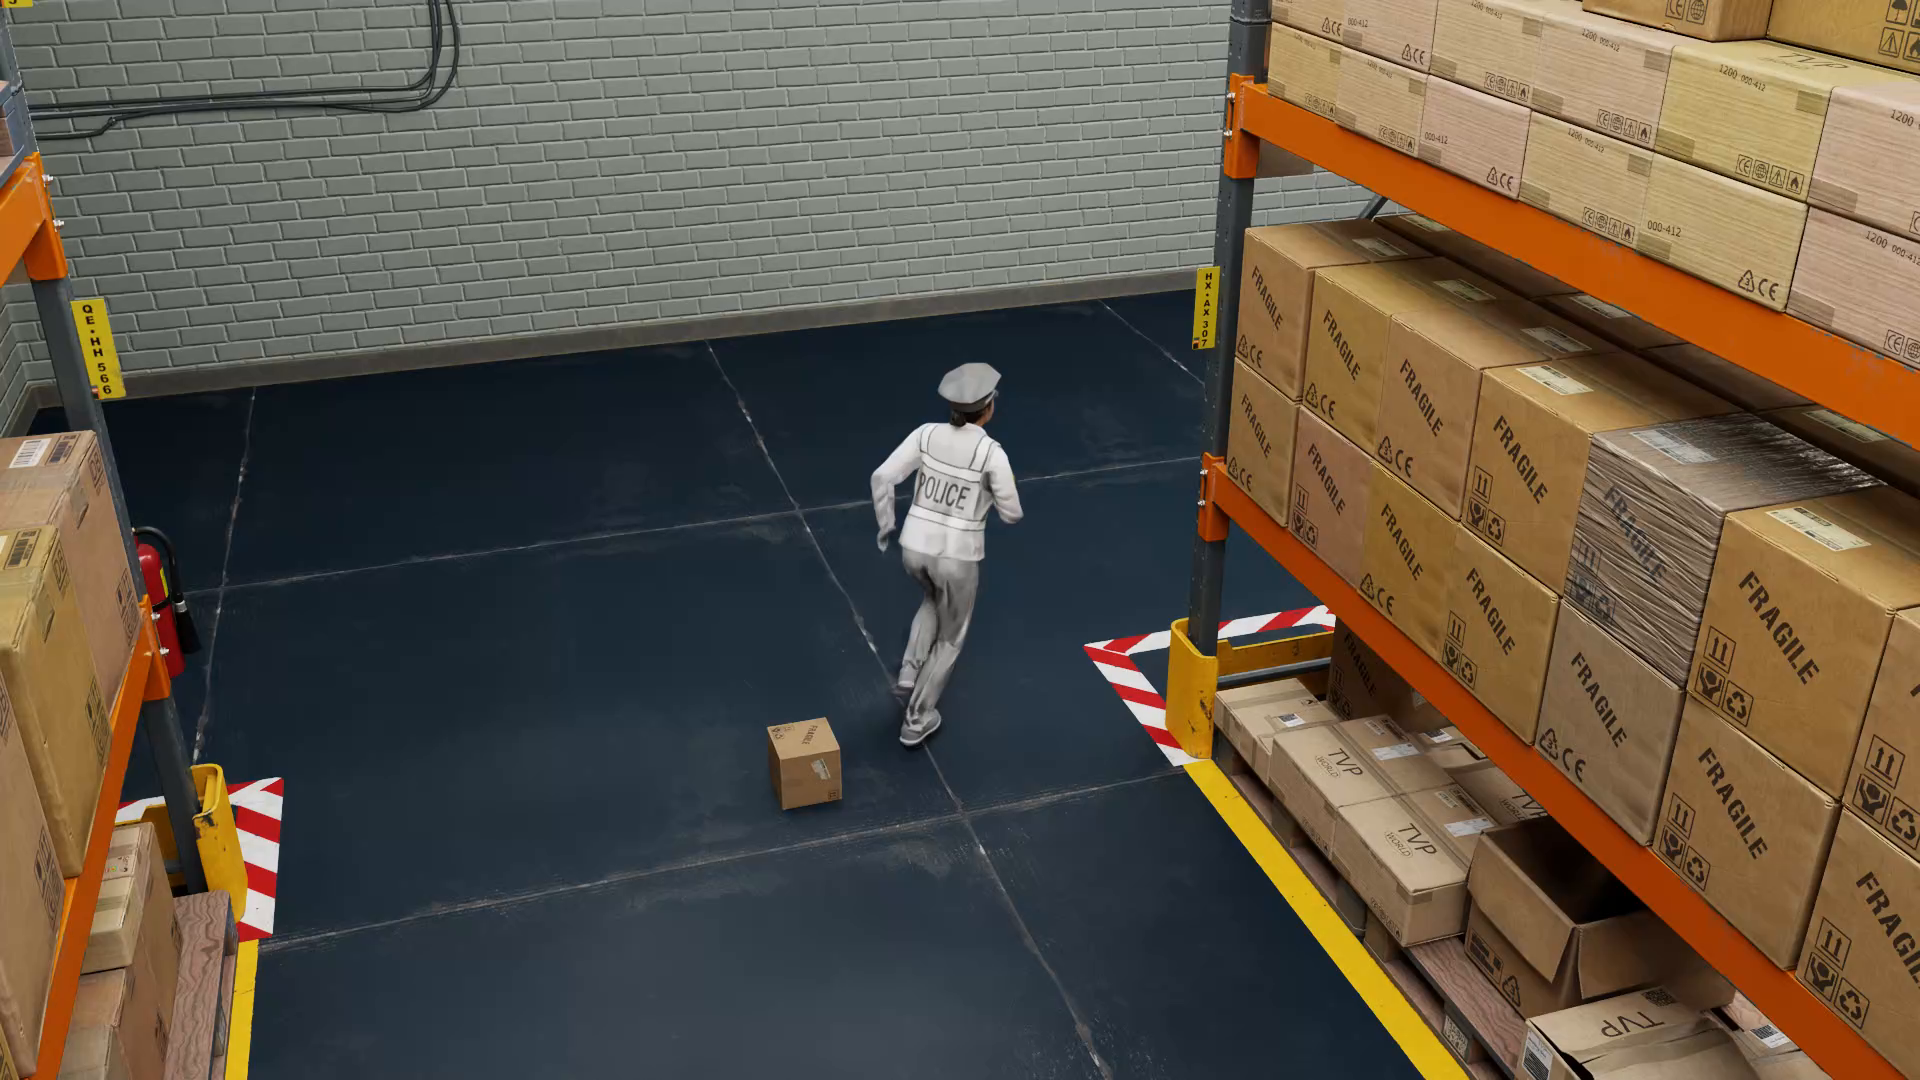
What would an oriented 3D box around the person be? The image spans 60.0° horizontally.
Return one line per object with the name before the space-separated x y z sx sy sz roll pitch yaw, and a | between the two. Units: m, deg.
person | -0.049 0.034 7.122 0.612 1.581 0.789 16 31 29
